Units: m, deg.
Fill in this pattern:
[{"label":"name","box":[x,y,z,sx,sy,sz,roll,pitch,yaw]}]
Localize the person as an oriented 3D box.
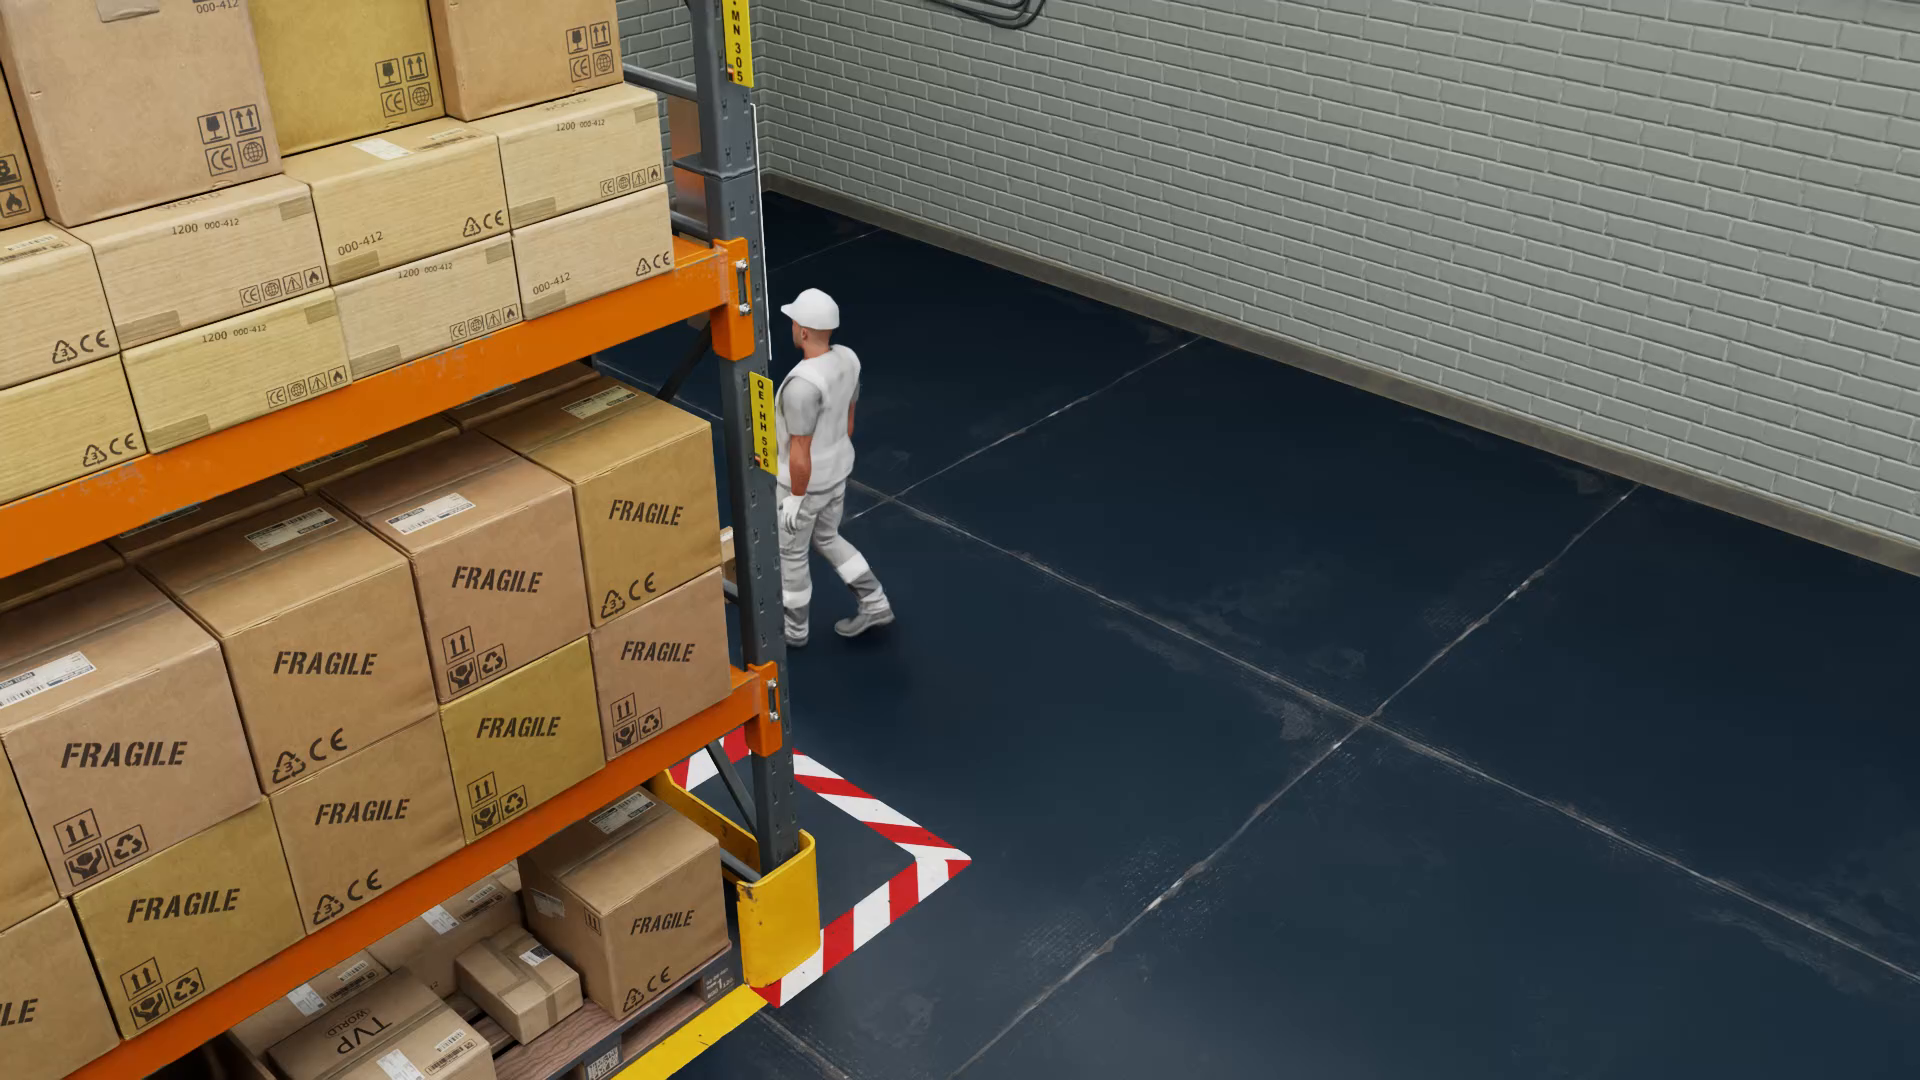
[{"label":"person","box":[-0.672,-0.284,7.572,0.670,1.782,0.585,15,34,23]}]
